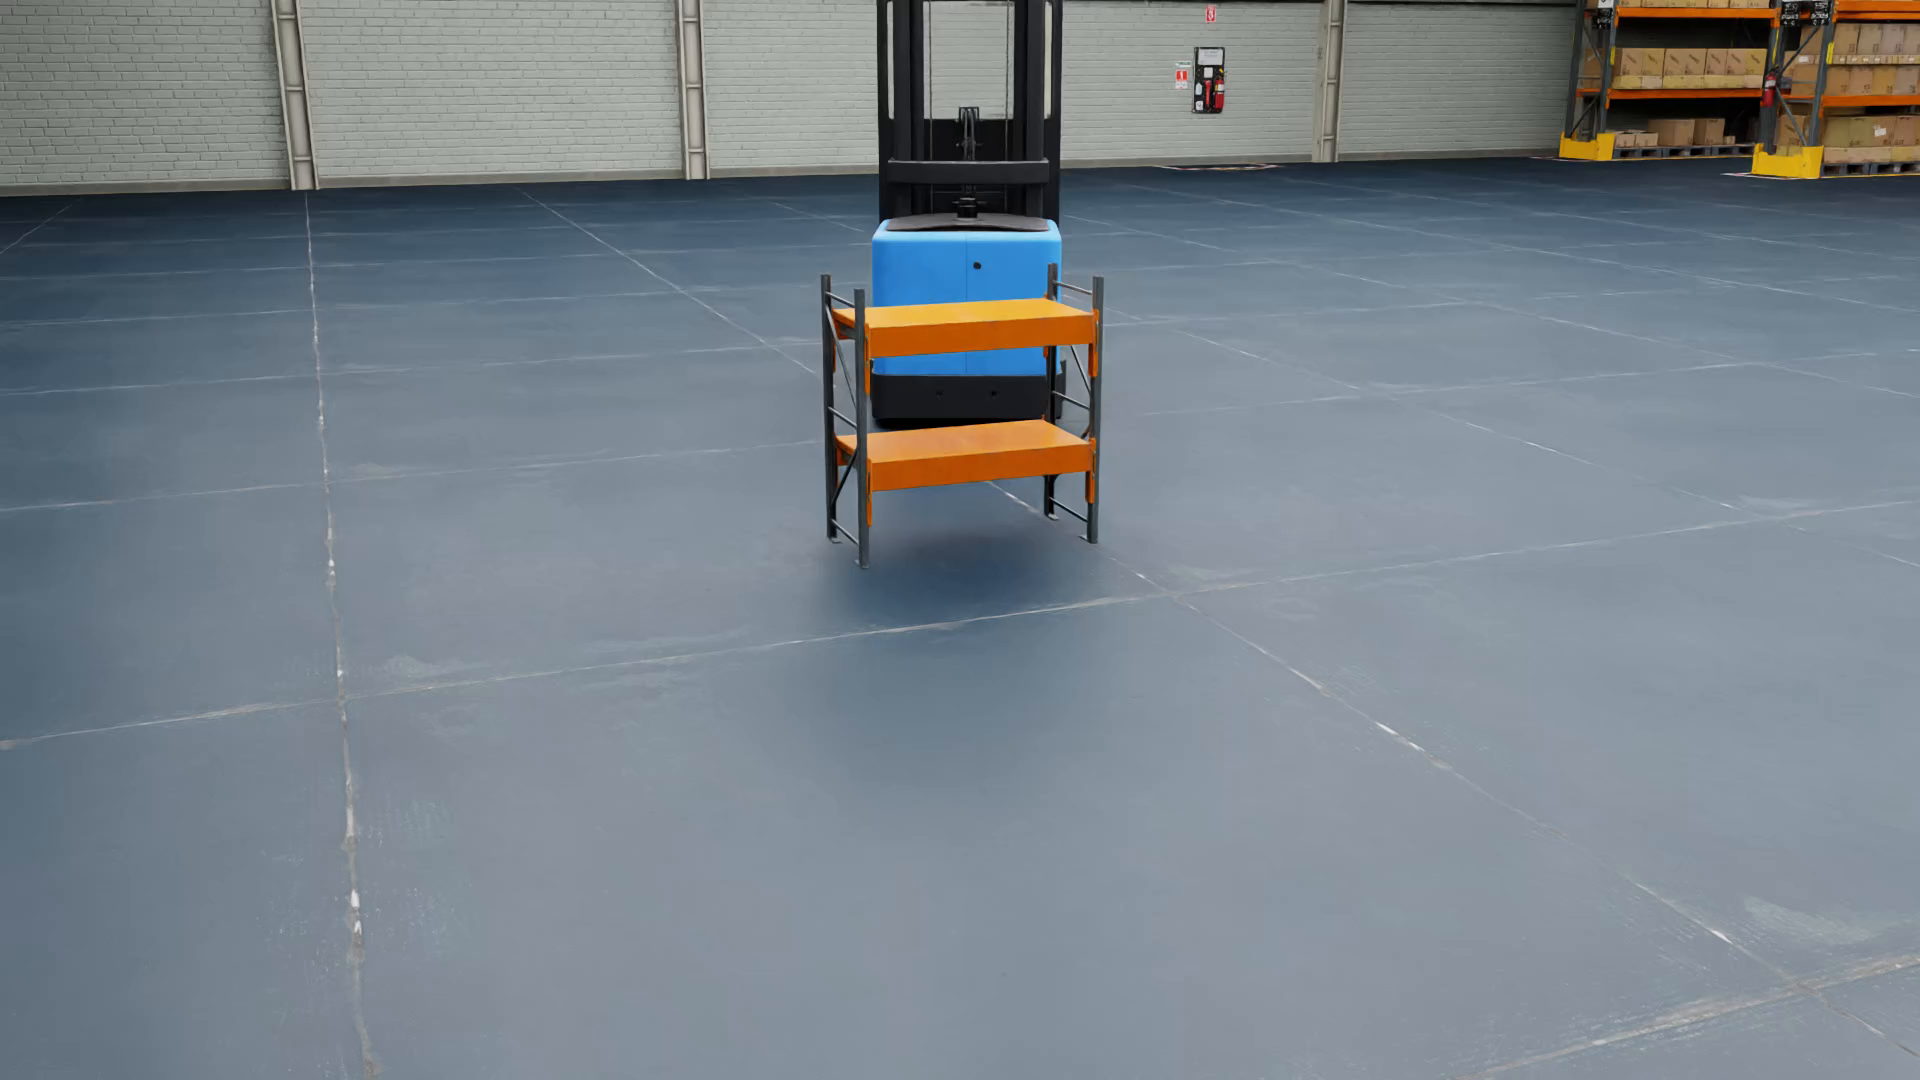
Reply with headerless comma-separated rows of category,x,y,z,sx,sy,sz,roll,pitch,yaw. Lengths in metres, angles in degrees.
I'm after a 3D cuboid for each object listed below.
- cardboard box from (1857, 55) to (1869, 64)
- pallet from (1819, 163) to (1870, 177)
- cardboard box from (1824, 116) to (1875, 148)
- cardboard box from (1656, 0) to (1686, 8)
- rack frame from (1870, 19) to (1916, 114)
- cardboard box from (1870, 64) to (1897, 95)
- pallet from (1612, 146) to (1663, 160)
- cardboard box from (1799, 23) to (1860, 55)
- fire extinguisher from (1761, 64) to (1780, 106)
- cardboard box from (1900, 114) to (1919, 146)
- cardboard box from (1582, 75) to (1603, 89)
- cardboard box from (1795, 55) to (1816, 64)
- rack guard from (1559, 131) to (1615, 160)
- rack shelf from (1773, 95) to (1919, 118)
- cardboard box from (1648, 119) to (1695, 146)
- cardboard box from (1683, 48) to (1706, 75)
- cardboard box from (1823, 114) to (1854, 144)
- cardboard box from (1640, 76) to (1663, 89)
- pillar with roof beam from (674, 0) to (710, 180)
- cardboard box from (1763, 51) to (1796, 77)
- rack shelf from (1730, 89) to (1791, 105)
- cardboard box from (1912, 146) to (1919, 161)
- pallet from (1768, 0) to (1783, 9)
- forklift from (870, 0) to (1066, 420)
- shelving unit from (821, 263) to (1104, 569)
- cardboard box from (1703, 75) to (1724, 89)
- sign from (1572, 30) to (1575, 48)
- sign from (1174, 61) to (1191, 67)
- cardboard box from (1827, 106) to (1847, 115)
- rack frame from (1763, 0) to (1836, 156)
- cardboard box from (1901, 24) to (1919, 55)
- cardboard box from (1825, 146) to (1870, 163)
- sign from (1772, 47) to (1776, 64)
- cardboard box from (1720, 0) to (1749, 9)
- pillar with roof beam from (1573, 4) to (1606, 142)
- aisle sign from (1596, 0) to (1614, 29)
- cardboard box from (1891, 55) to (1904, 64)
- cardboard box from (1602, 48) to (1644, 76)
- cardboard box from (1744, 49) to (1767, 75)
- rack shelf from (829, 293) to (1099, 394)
cardboard box,14.836,-7.977,27.610,0.250,0.149,0.380,-6,17,-20
pallet,14.613,-6.333,28.289,1.213,0.211,1.003,-6,17,-20
cardboard box,14.960,-6.871,27.977,0.500,0.500,0.500,-6,17,-20
cardboard box,13.537,-10.448,31.818,0.500,0.500,0.500,-5,17,-18
rack frame,19.608,-9.692,34.779,0.127,3.000,1.000,-6,17,-20
cardboard box,15.309,-7.777,28.080,0.500,0.500,0.700,-6,17,-20
pallet,12.980,-7.628,32.699,1.213,0.211,1.003,-6,17,-20
cardboard box,14.404,-8.302,27.566,0.500,0.500,0.700,-6,17,-20
fire extinguisher,13.637,-7.656,27.982,0.183,0.674,0.296,-6,17,-20
cardboard box,16.357,-7.025,28.500,0.500,0.500,0.500,-6,17,-20
cardboard box,12.505,-8.921,32.385,0.500,0.250,0.500,-6,17,-19
cardboard box,14.202,-8.031,27.792,0.250,0.149,0.380,-6,18,-21
rack guard,12.209,-7.694,32.411,0.348,0.500,1.175,-6,17,-20
rack shelf,15.781,-7.439,28.384,4.000,0.370,1.077,-6,17,-20
cardboard box,14.051,-8.062,32.883,0.500,0.500,0.700,-7,18,-24
cardboard box,14.119,-9.305,32.361,0.500,0.500,0.500,-6,17,-18
cardboard box,15.237,-7.062,28.626,0.500,0.500,0.500,-6,17,-20
cardboard box,13.187,-8.845,32.125,0.500,0.250,0.500,-7,18,-22
pillar with roof beam,-2.786,-9.115,22.166,0.400,9.000,9.100,-6,17,-20
cardboard box,16.360,-9.590,33.474,0.500,0.500,0.700,-6,17,-20
rack shelf,17.740,-9.145,34.194,4.000,0.370,1.077,-6,17,-20
cardboard box,16.362,-6.662,28.595,0.500,0.250,0.500,-6,17,-20
pallet,16.487,-10.672,33.127,1.003,0.211,1.213,-6,17,-20
forklift,0.060,-2.429,10.168,1.130,2.935,3.031,0,16,1
shelving unit,0.006,-0.540,6.942,1.048,1.125,0.538,-6,17,-20
cardboard box,14.607,-8.996,32.640,0.500,0.250,0.500,-6,17,-20
sign,11.958,-9.741,32.329,0.005,0.325,0.100,-6,17,-20
sign,4.012,-8.581,29.990,0.331,0.109,0.001,-6,17,-20
cardboard box,17.921,-8.883,34.350,0.500,0.250,0.500,-6,17,-20
rack frame,13.914,-7.583,27.596,0.127,3.000,1.000,-6,17,-20
cardboard box,15.831,-8.458,28.097,0.500,0.500,0.700,-6,17,-20
cardboard box,14.960,-6.512,28.084,0.500,0.250,0.500,-6,17,-20
sign,16.074,-9.562,32.801,0.005,0.325,0.100,-6,17,-20
cardboard box,15.013,-10.622,32.410,0.500,0.500,0.500,-8,18,-25
pillar with roof beam,14.022,-10.930,28.346,0.400,9.000,9.100,-6,17,-20
aisle sign,12.178,-10.047,31.373,0.004,0.787,0.394,-6,17,-20
cardboard box,15.559,-8.055,27.876,0.250,0.149,0.380,-6,18,-21
cardboard box,12.691,-9.152,31.840,0.500,0.500,0.500,-6,17,-20
cardboard box,15.542,-9.457,32.879,0.500,0.500,0.500,-6,17,-20
rack shelf,0.006,-0.821,6.860,1.000,0.278,0.538,-6,17,-20
